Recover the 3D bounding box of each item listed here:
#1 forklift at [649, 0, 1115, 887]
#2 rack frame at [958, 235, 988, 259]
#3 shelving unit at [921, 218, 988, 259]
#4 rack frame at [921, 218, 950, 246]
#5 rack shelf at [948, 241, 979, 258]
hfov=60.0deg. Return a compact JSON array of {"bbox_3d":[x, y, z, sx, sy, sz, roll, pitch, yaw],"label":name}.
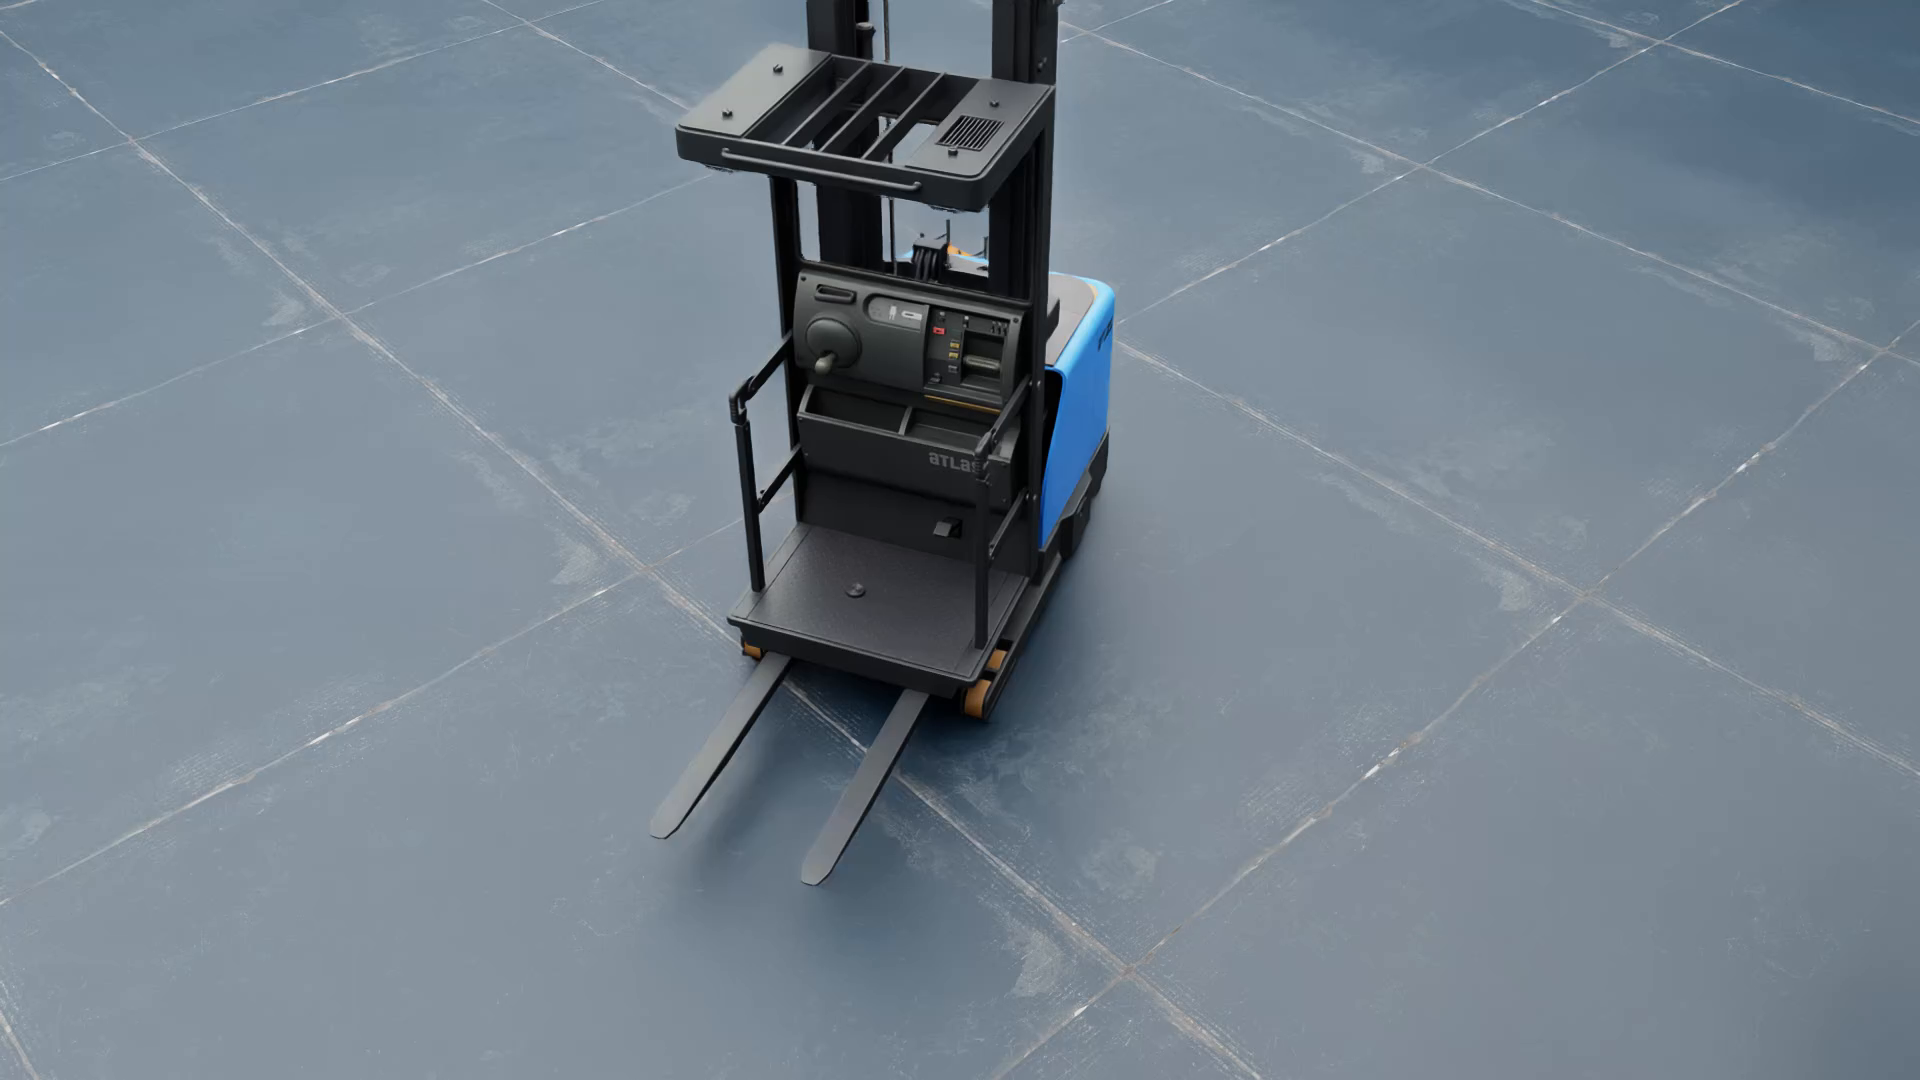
[{"bbox_3d":[-0.284,-0.706,6.291,1.130,2.935,3.031,13,41,16],"label":"forklift"},{"bbox_3d":[0.063,-0.986,8.136,0.008,1.050,0.200,30,48,32],"label":"rack frame"},{"bbox_3d":[-0.027,-1.038,8.200,0.252,1.050,0.215,30,48,32],"label":"shelving unit"},{"bbox_3d":[-0.117,-1.090,8.264,0.008,1.050,0.200,30,48,32],"label":"rack frame"},{"bbox_3d":[-0.027,-1.251,8.028,0.240,0.259,0.215,30,48,32],"label":"rack shelf"}]
